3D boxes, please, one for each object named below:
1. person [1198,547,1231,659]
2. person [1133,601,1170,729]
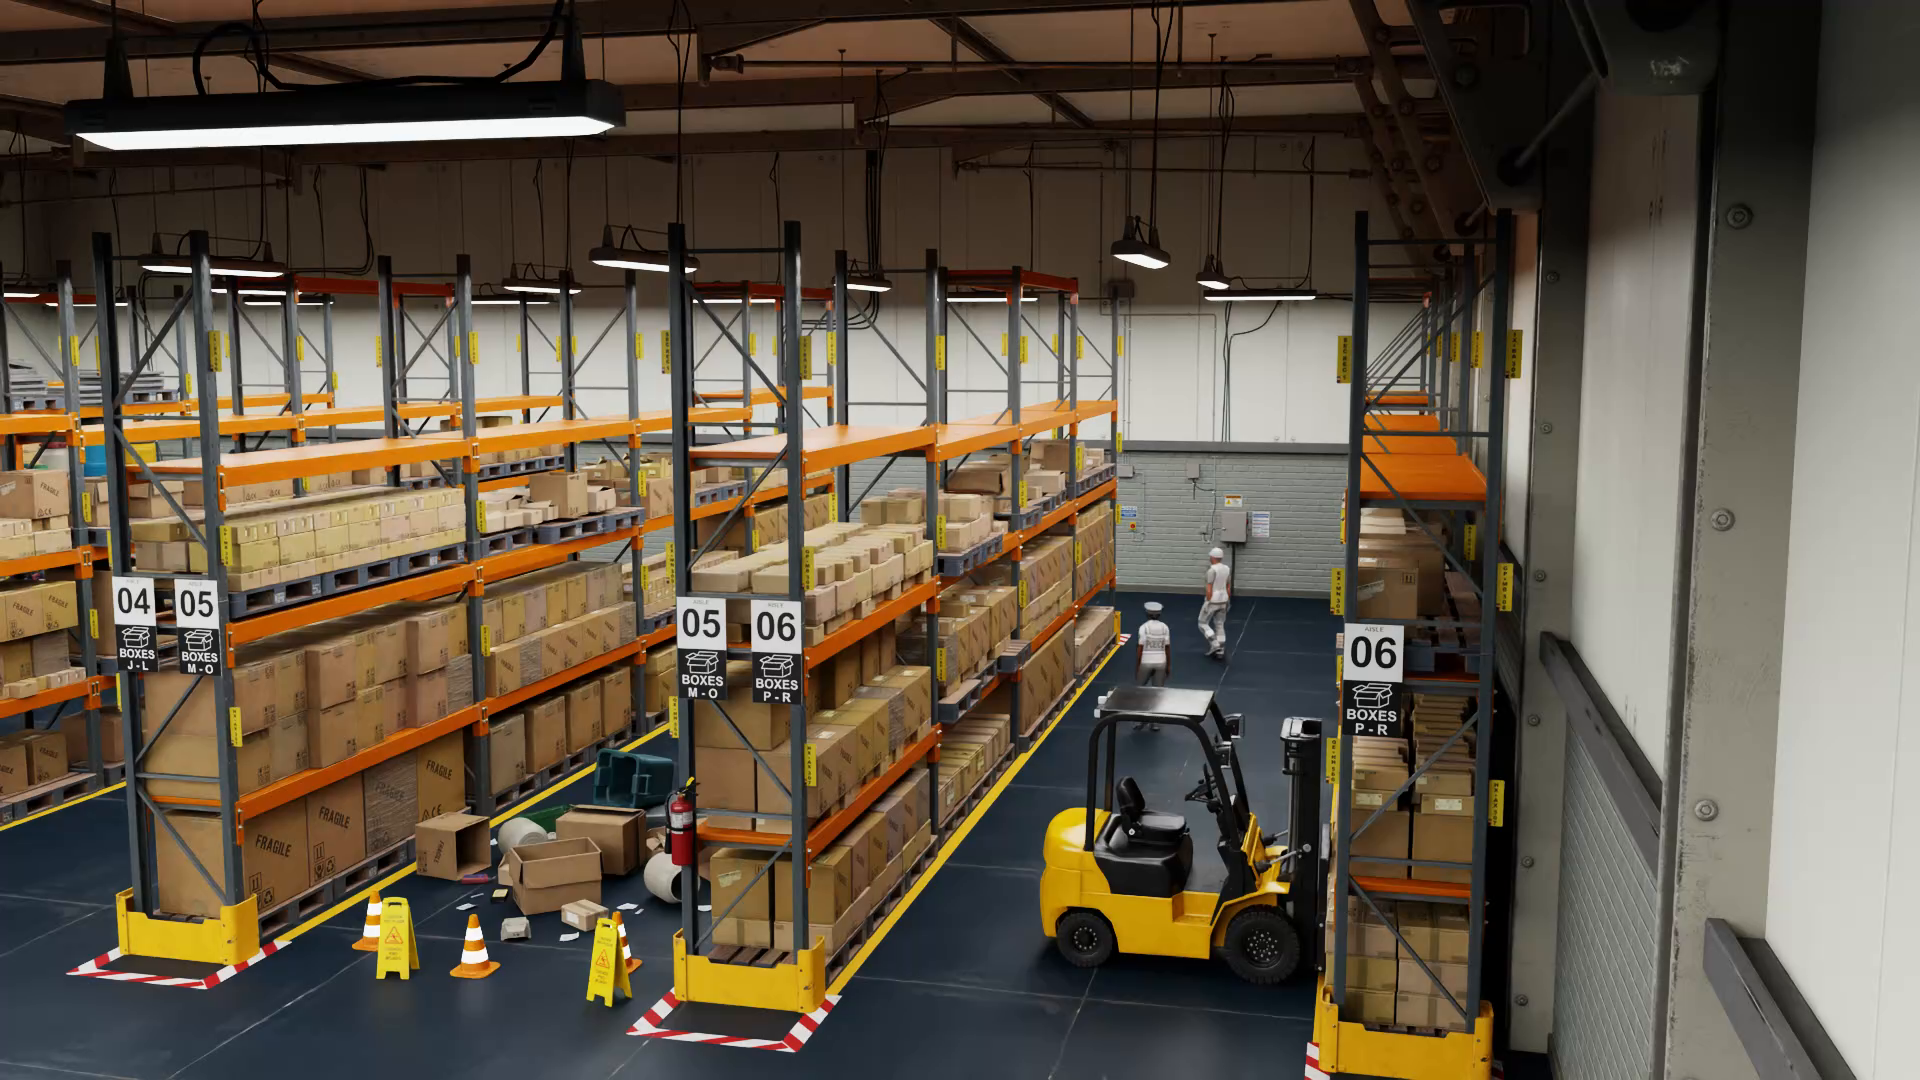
[{"bbox_3d":[4.149,1.017,26.784,0.603,1.790,0.472,-5,9,-37],"label":"person"},{"bbox_3d":[2.533,1.679,21.972,0.500,1.718,0.373,-2,7,-12],"label":"person"}]
